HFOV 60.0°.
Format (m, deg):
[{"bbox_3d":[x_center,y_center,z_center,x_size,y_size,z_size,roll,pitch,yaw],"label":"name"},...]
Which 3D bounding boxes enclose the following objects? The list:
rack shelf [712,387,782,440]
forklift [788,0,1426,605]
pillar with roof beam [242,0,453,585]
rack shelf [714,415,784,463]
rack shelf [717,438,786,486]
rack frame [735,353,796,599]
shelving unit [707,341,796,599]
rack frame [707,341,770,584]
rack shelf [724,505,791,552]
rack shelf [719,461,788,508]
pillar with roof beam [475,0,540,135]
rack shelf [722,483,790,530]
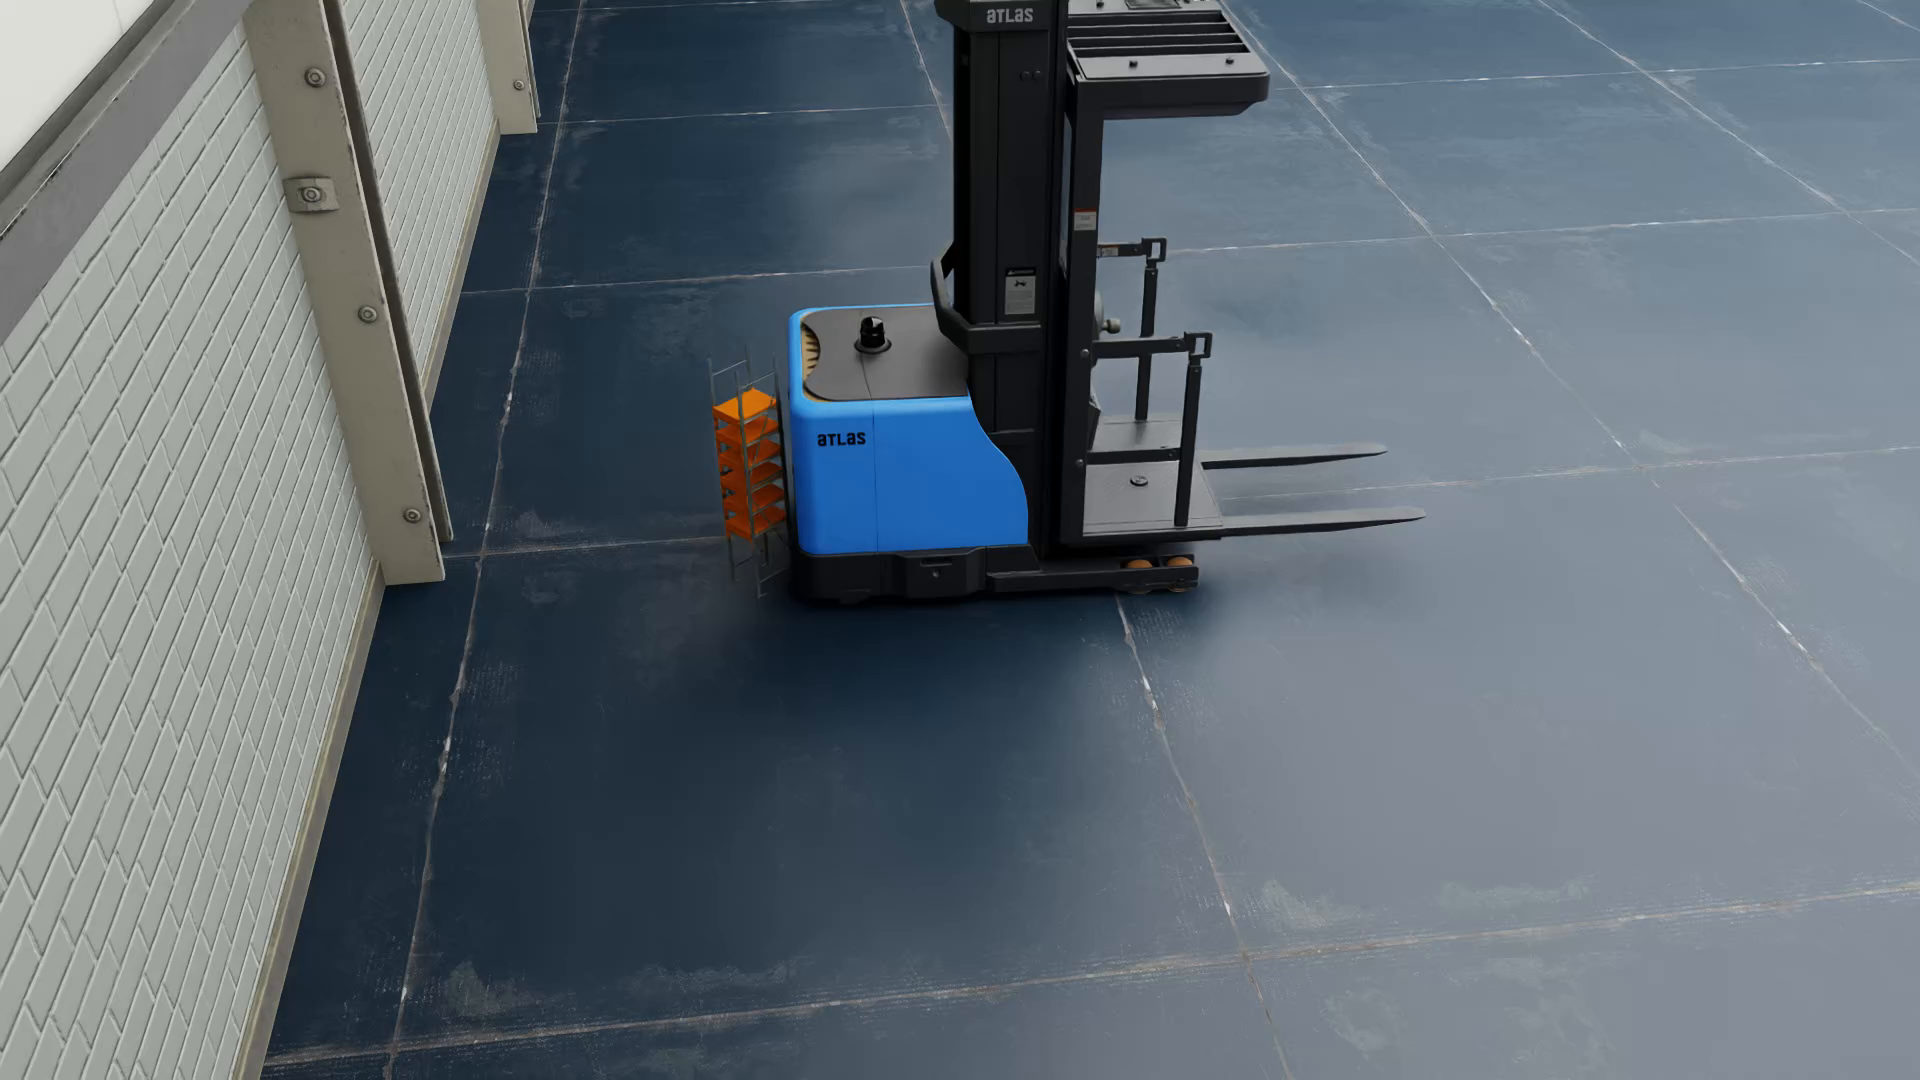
[{"bbox_3d":[-0.954,-0.570,7.457,0.180,0.103,0.258,26,42,34],"label":"rack shelf"},{"bbox_3d":[0.713,-1.247,7.477,3.031,2.935,1.130,-3,34,-5],"label":"forklift"},{"bbox_3d":[1.615,-3.949,6.054,9.100,9.000,0.400,-4,35,-6],"label":"pillar with roof beam"},{"bbox_3d":[-0.952,-0.470,7.524,0.180,0.103,0.258,26,42,34],"label":"rack shelf"},{"bbox_3d":[-0.950,-0.370,7.590,0.180,0.103,0.258,26,42,34],"label":"rack shelf"},{"bbox_3d":[-0.881,-0.274,7.580,0.006,1.200,0.240,26,42,34],"label":"rack frame"},{"bbox_3d":[-0.949,-0.307,7.632,0.189,1.200,0.258,26,42,34],"label":"shelving unit"},{"bbox_3d":[-1.017,-0.340,7.684,0.006,1.200,0.240,26,42,34],"label":"rack frame"},{"bbox_3d":[-0.945,-0.070,7.789,0.180,0.103,0.258,26,42,34],"label":"rack shelf"},{"bbox_3d":[-0.948,-0.270,7.657,0.180,0.103,0.258,26,42,34],"label":"rack shelf"},{"bbox_3d":[0.808,-7.297,10.967,9.100,9.000,0.400,-4,35,-6],"label":"pillar with roof beam"},{"bbox_3d":[-0.947,-0.170,7.723,0.180,0.103,0.258,26,42,34],"label":"rack shelf"}]
